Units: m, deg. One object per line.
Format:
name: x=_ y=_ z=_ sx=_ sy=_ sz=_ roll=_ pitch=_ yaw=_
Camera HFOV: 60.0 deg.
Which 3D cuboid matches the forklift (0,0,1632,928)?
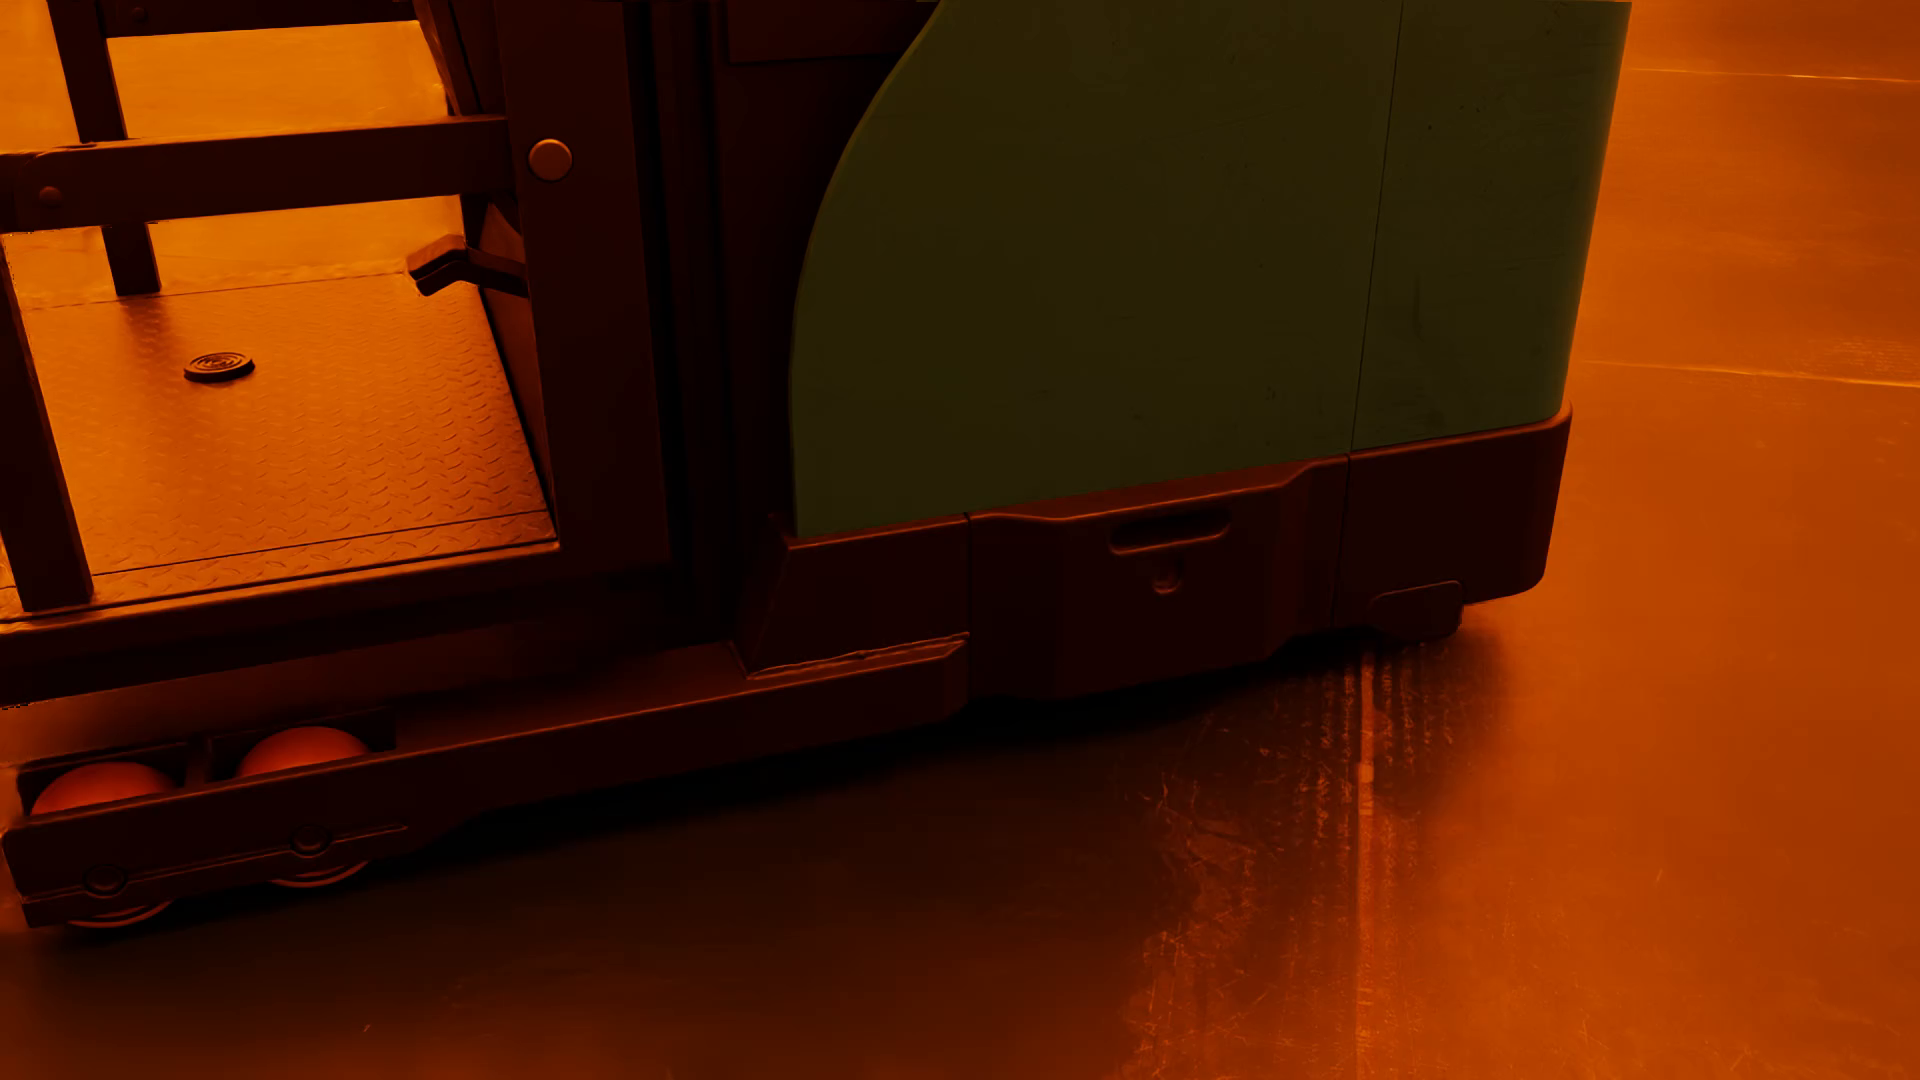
forklift: x=-0.776 y=-1.179 z=1.583 sx=3.031 sy=2.935 sz=1.130 roll=-9 pitch=28 yaw=-18
